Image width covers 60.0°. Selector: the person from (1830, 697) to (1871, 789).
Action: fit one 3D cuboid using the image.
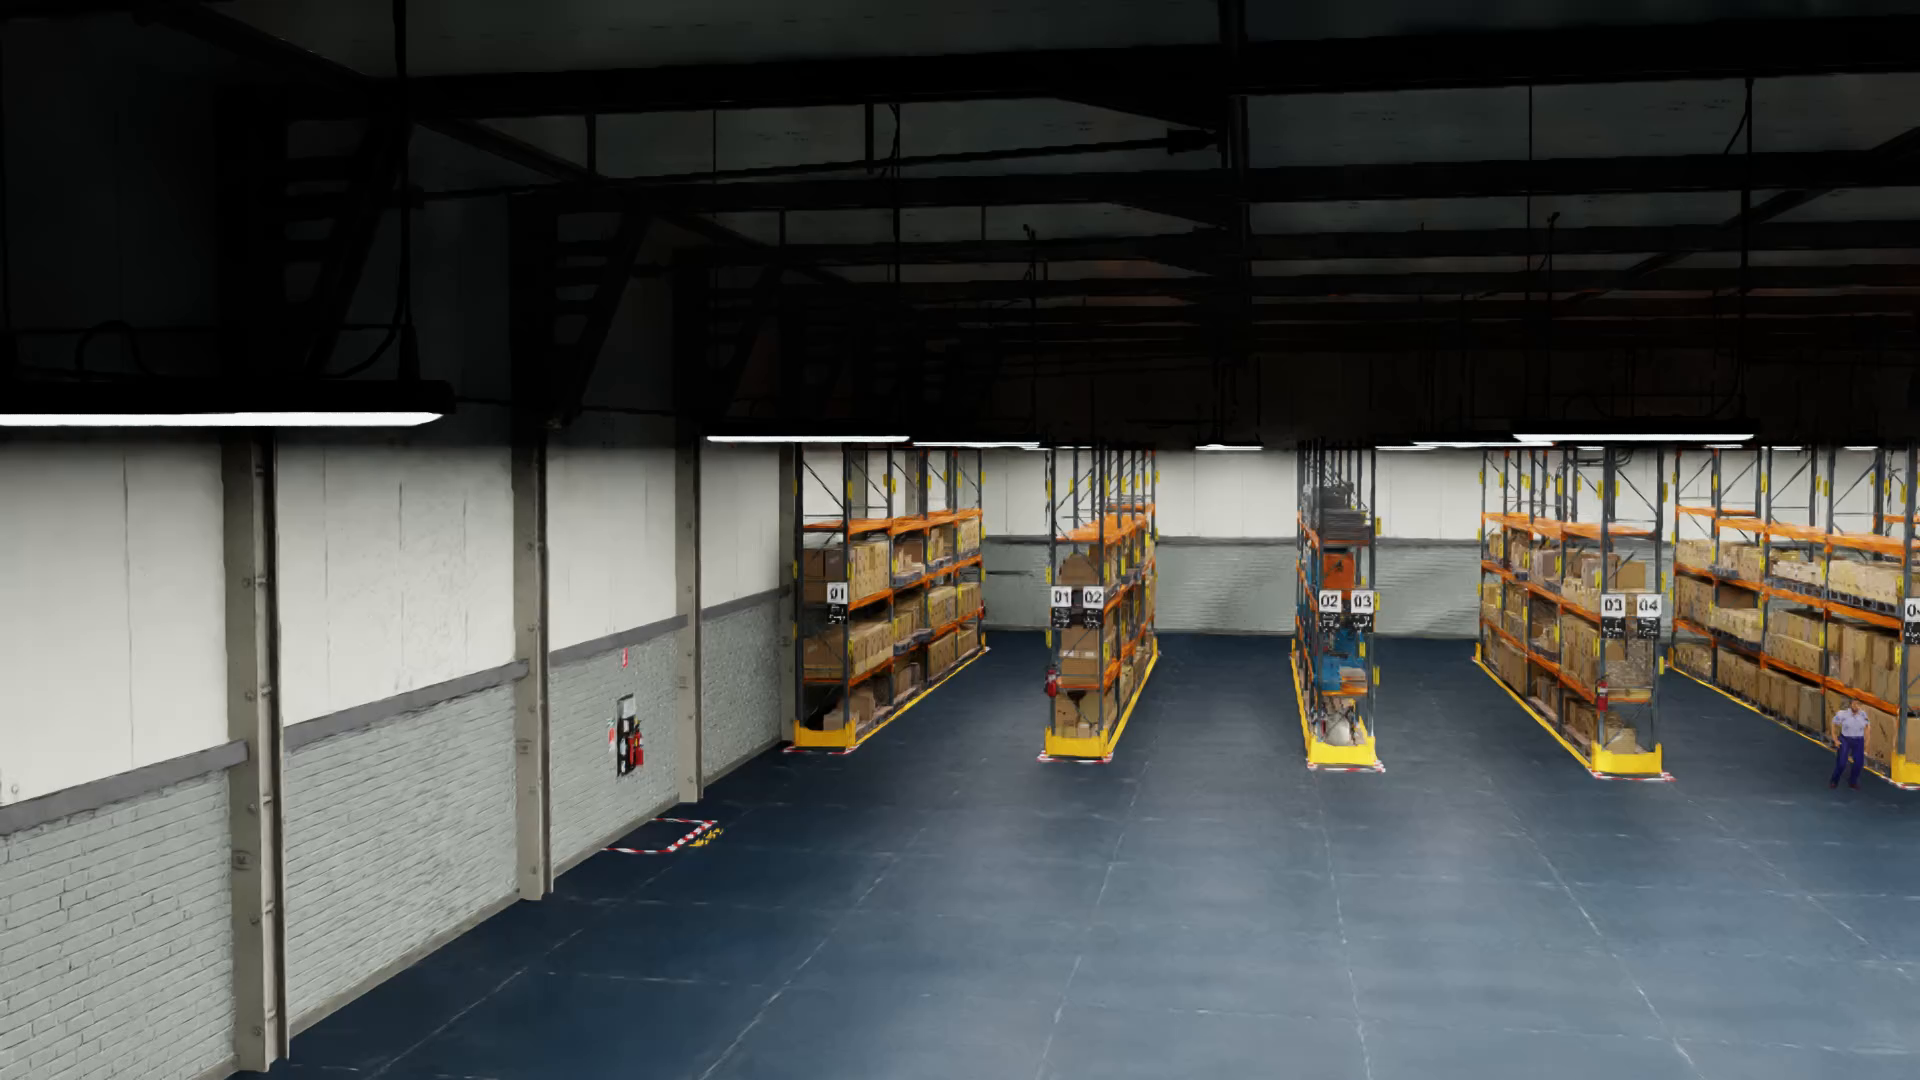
[{"bbox_3d":[15.125,3.436,28.256,0.625,1.596,0.517,0,3,8],"label":"person"}]
